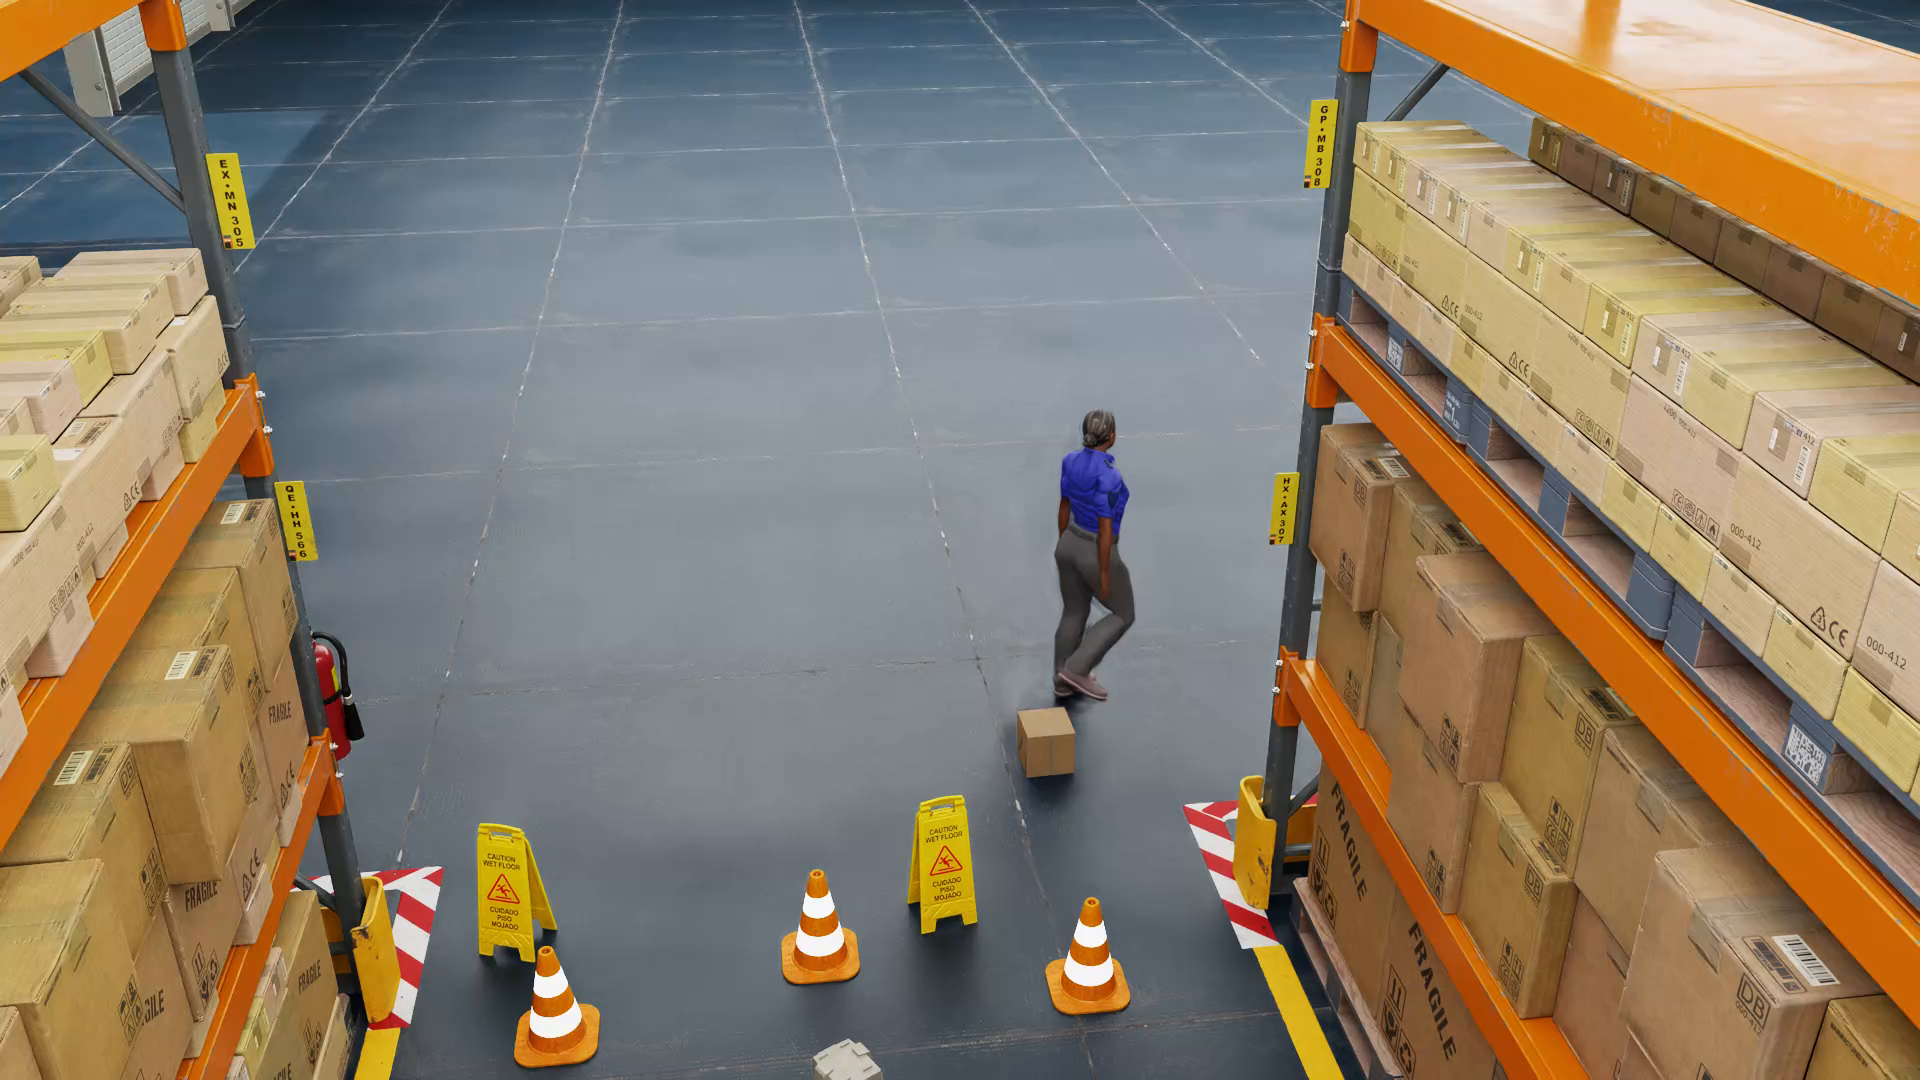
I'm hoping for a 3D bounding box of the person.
[{"bbox_3d":[0.673,0.190,8.919,0.461,1.451,0.505,-19,33,-32],"label":"person"}]
